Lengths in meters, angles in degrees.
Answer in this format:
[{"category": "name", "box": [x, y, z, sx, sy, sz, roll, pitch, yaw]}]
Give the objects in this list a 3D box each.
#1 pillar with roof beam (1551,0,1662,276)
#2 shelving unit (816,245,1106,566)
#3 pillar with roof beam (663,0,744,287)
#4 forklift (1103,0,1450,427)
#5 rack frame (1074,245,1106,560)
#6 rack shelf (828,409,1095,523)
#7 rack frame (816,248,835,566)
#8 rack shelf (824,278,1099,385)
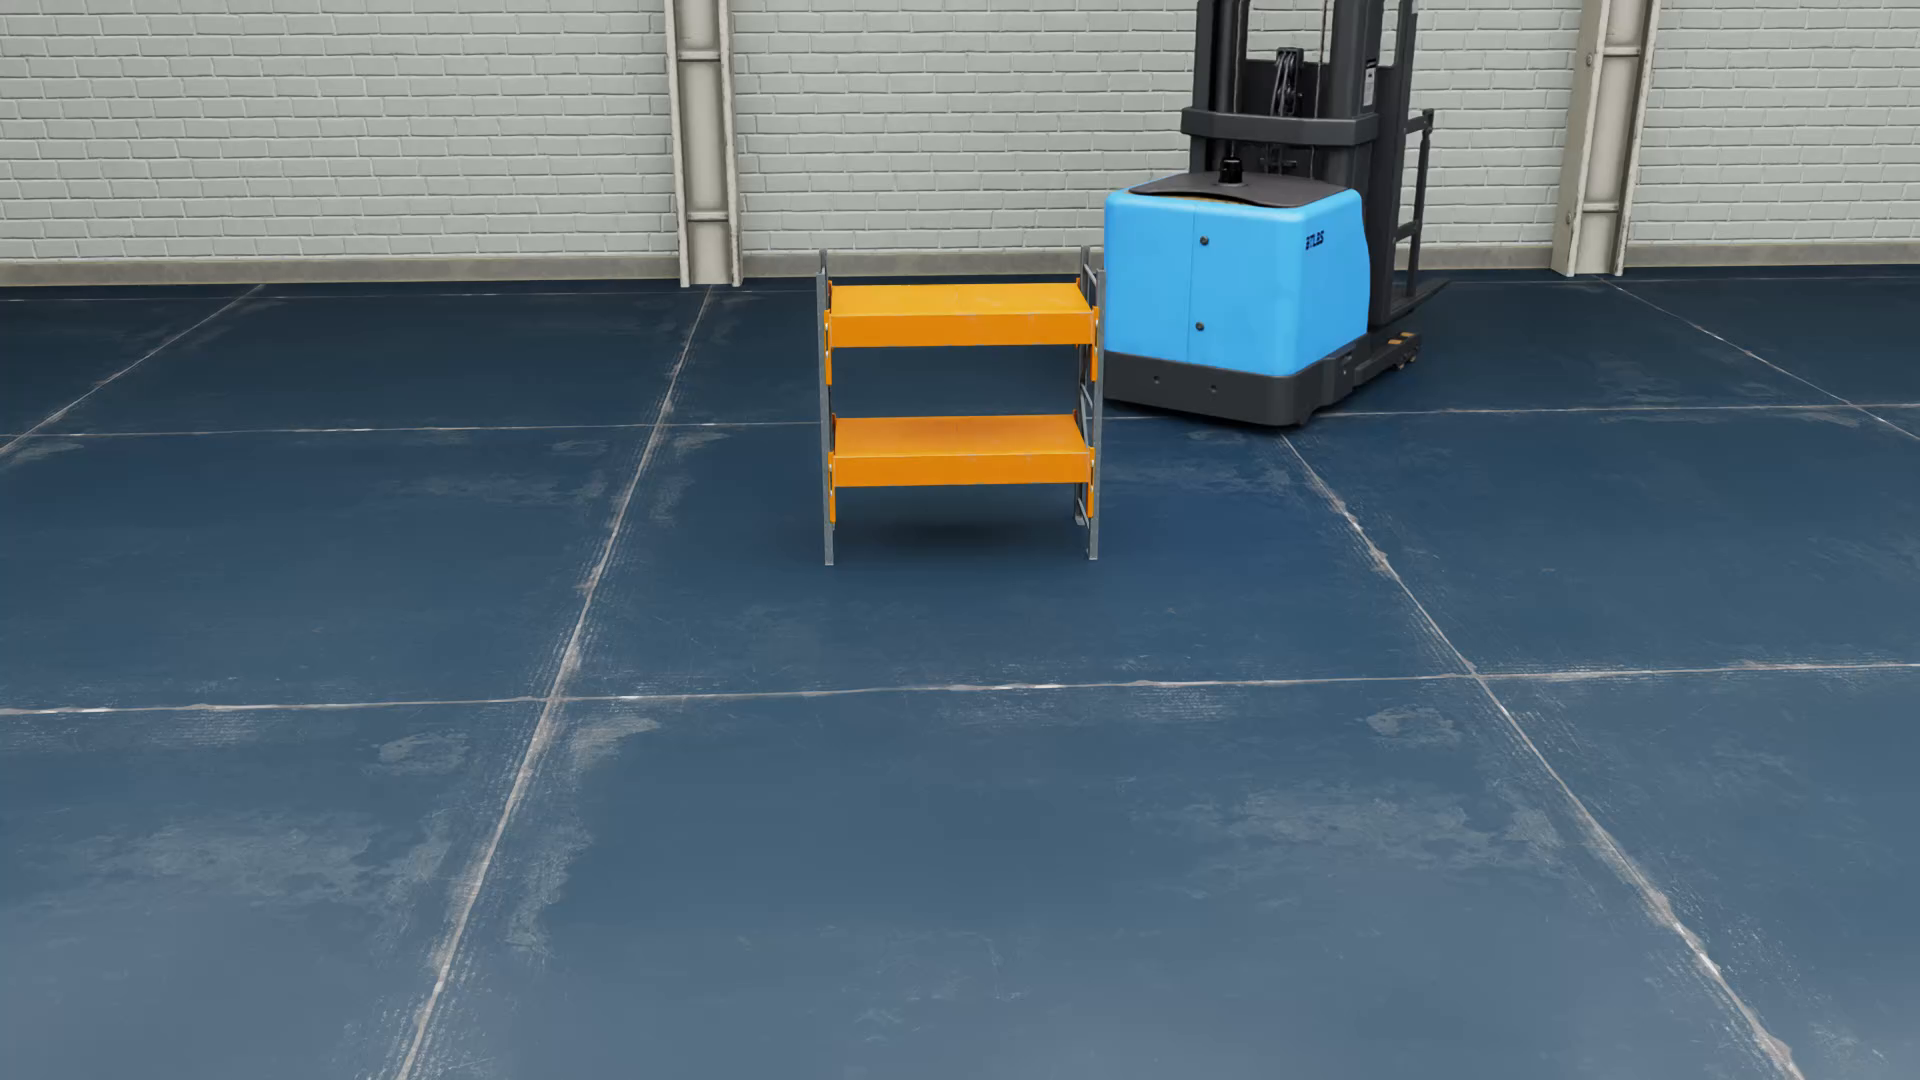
[{"category": "pillar with roof beam", "box": [4.572, -4.535, 5.884, 0.400, 9.000, 9.100, -1, 21, -3]}, {"category": "shelving unit", "box": [-0.007, -0.526, 6.420, 1.048, 1.125, 0.538, -1, 21, -3]}, {"category": "pillar with roof beam", "box": [-1.419, -4.413, 5.564, 0.400, 9.000, 9.100, -1, 21, -3]}, {"category": "forklift", "box": [1.905, -2.378, 8.747, 1.130, 2.935, 3.031, 13, 24, 30]}, {"category": "rack frame", "box": [0.501, -0.536, 6.448, 0.032, 1.125, 0.500, -1, 21, -3]}, {"category": "rack shelf", "box": [-0.007, -0.297, 6.507, 1.000, 0.278, 0.538, -1, 21, -3]}, {"category": "rack frame", "box": [-0.514, -0.515, 6.393, 0.032, 1.125, 0.500, -1, 21, -3]}, {"category": "rack shelf", "box": [-0.007, -0.799, 6.316, 1.000, 0.278, 0.538, -1, 21, -3]}]
